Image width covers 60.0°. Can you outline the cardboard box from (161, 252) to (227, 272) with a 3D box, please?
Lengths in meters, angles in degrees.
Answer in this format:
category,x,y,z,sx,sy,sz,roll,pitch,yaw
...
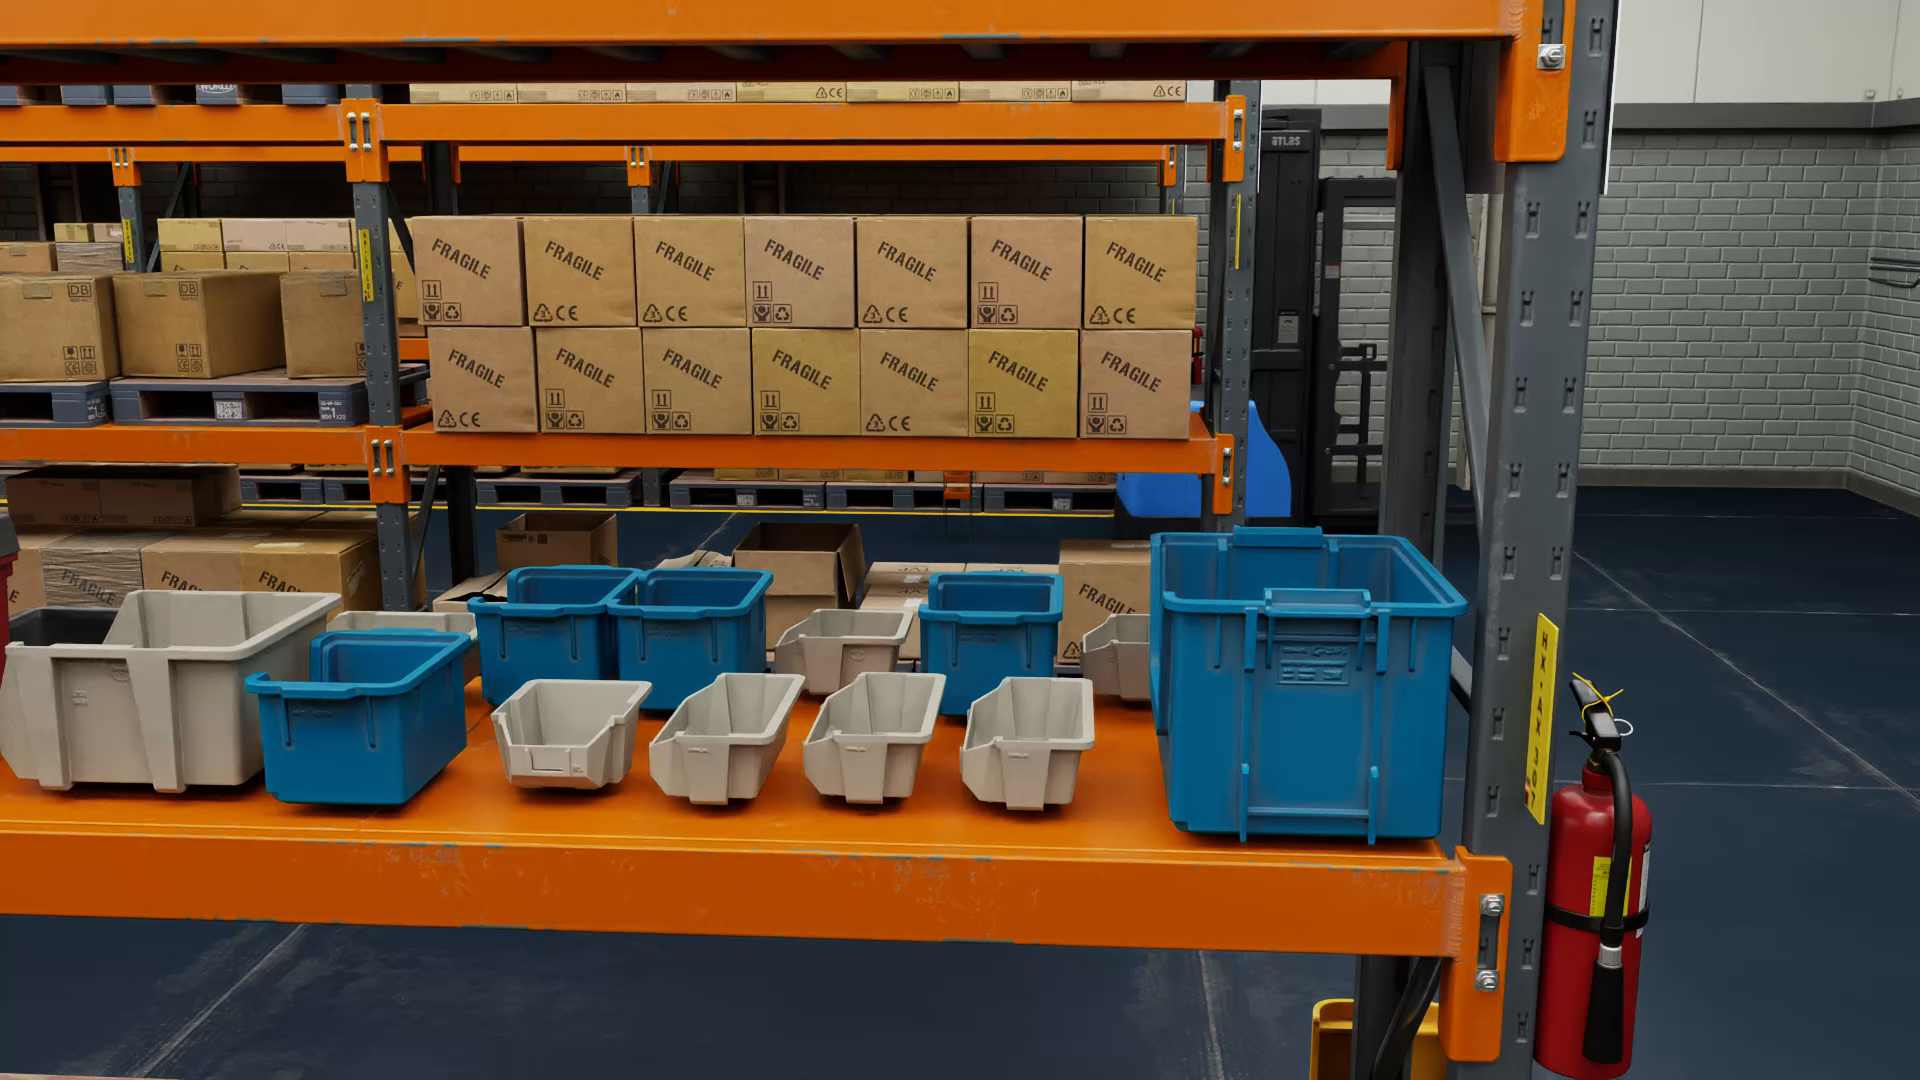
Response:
category,x,y,z,sx,sy,sz,roll,pitch,yaw
cardboard box,-5.899,-2.024,13.101,0.500,0.500,0.500,1,12,5

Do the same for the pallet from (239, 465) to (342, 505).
category,x,y,z,sx,sy,sz,roll,pitch,yaw
pallet,-5.585,-0.488,13.585,1.213,0.211,1.003,1,12,4

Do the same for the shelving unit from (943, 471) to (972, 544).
category,x,y,z,sx,sy,sz,roll,pitch,yaw
shelving unit,-0.014,-0.587,11.646,0.189,1.200,0.258,1,12,4

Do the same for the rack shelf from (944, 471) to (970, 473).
category,x,y,z,sx,sy,sz,roll,pitch,yaw
rack shelf,-0.014,-0.544,11.655,0.180,0.103,0.258,1,12,4

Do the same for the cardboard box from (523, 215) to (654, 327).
category,x,y,z,sx,sy,sz,roll,pitch,yaw
cardboard box,-1.736,-1.280,7.874,0.500,0.500,0.500,0,12,2

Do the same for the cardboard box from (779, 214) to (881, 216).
category,x,y,z,sx,sy,sz,roll,pitch,yaw
cardboard box,-0.664,-1.376,8.334,0.500,0.500,0.500,1,12,3

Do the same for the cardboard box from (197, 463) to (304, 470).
category,x,y,z,sx,sy,sz,roll,pitch,yaw
cardboard box,-5.641,-0.996,13.426,0.750,0.750,0.750,1,12,3

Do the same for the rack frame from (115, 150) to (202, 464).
category,x,y,z,sx,sy,sz,roll,pitch,yaw
rack frame,-6.366,-1.879,13.425,0.127,3.000,1.000,1,12,4

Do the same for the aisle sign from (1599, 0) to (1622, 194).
category,x,y,z,sx,sy,sz,roll,pitch,yaw
aisle sign,1.006,-0.957,2.669,0.004,0.787,0.394,1,12,4

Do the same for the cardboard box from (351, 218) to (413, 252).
category,x,y,z,sx,sy,sz,roll,pitch,yaw
cardboard box,-4.385,-2.373,12.934,0.500,0.250,0.500,1,12,3

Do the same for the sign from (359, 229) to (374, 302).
category,x,y,z,sx,sy,sz,roll,pitch,yaw
sign,-2.736,-1.266,7.665,0.005,0.325,0.100,1,12,4

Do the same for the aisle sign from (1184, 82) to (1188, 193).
category,x,y,z,sx,sy,sz,roll,pitch,yaw
aisle sign,1.668,-2.980,12.338,0.004,0.787,0.394,1,12,4

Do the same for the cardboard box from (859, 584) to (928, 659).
category,x,y,z,sx,sy,sz,roll,pitch,yaw
cardboard box,-0.216,0.397,8.187,0.500,0.250,0.500,1,12,4

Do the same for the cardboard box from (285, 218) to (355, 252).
category,x,y,z,sx,sy,sz,roll,pitch,yaw
cardboard box,-4.895,-2.378,12.961,0.500,0.250,0.500,1,12,4

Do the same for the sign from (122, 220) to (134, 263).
category,x,y,z,sx,sy,sz,roll,pitch,yaw
sign,-6.393,-2.296,12.784,0.005,0.325,0.100,1,12,4

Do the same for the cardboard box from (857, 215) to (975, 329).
category,x,y,z,sx,sy,sz,roll,pitch,yaw
cardboard box,-0.196,-1.259,7.773,0.500,0.500,0.500,1,12,5

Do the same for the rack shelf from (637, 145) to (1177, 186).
category,x,y,z,sx,sy,sz,roll,pitch,yaw
rack shelf,-0.380,-2.913,12.799,4.000,0.370,1.077,1,12,4

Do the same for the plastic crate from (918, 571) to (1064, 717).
category,x,y,z,sx,sy,sz,roll,pitch,yaw
plastic crate,0.073,0.227,3.618,0.300,0.233,0.416,1,12,4

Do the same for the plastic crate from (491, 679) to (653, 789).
category,x,y,z,sx,sy,sz,roll,pitch,yaw
plastic crate,-0.736,0.374,3.152,0.250,0.136,0.298,1,12,4

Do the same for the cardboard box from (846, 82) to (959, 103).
category,x,y,z,sx,sy,sz,roll,pitch,yaw
cardboard box,-0.240,-2.119,7.611,0.500,0.250,0.500,1,12,4

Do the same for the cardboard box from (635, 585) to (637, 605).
category,x,y,z,sx,sy,sz,roll,pitch,yaw
cardboard box,-1.737,0.310,8.846,0.250,0.149,0.380,1,12,4

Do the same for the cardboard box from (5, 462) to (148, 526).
category,x,y,z,sx,sy,sz,roll,pitch,yaw
cardboard box,-4.667,-0.248,8.827,0.500,0.250,0.500,1,12,3

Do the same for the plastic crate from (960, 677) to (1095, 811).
category,x,y,z,sx,sy,sz,roll,pitch,yaw
plastic crate,0.128,0.380,3.124,0.243,0.136,0.396,1,12,4

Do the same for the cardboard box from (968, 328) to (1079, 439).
category,x,y,z,sx,sy,sz,roll,pitch,yaw
cardboard box,0.306,-0.763,7.847,0.500,0.500,0.500,1,12,4

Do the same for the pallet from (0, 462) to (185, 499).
category,x,y,z,sx,sy,sz,roll,pitch,yaw
pallet,-7.146,-0.525,13.763,1.213,0.211,1.003,1,12,4

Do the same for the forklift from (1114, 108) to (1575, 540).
category,x,y,z,sx,sy,sz,roll,pitch,yaw
forklift,2.630,-1.391,11.261,3.031,2.935,1.130,0,12,-1

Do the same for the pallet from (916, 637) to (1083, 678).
category,x,y,z,sx,sy,sz,roll,pitch,yaw
pallet,0.417,0.596,8.405,1.213,0.211,1.003,1,12,4

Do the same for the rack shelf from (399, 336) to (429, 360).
category,x,y,z,sx,sy,sz,roll,pitch,yaw
rack shelf,-4.371,-1.500,13.368,4.000,0.370,1.077,1,12,4

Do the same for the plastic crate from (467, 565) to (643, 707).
category,x,y,z,sx,sy,sz,roll,pitch,yaw
plastic crate,-0.884,0.214,3.681,0.300,0.233,0.416,1,12,4

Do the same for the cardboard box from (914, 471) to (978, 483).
category,x,y,z,sx,sy,sz,roll,pitch,yaw
cardboard box,-0.090,-0.754,13.128,0.500,0.500,0.700,0,12,2

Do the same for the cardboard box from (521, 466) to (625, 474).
category,x,y,z,sx,sy,sz,roll,pitch,yaw
cardboard box,-3.032,-0.960,13.256,0.750,0.750,0.750,1,12,4

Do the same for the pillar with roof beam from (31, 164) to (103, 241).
category,x,y,z,sx,sy,sz,roll,pitch,yaw
pillar with roof beam,-7.893,-4.131,9.536,0.400,9.000,9.100,1,12,4

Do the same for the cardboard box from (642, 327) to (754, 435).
category,x,y,z,sx,sy,sz,roll,pitch,yaw
cardboard box,-1.202,-0.785,7.950,0.500,0.500,0.500,1,12,3

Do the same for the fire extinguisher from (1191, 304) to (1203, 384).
category,x,y,z,sx,sy,sz,roll,pitch,yaw
fire extinguisher,1.736,-1.453,12.487,0.183,0.674,0.296,1,12,4

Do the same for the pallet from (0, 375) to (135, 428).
category,x,y,z,sx,sy,sz,roll,pitch,yaw
pallet,-4.753,-0.747,8.484,1.213,0.211,1.003,1,12,4

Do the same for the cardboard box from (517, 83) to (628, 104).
category,x,y,z,sx,sy,sz,roll,pitch,yaw
cardboard box,-1.735,-2.142,7.723,0.500,0.250,0.500,1,12,4

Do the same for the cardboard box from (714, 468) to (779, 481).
category,x,y,z,sx,sy,sz,roll,pitch,yaw
cardboard box,-1.636,-0.775,13.227,0.500,0.500,0.700,1,12,4

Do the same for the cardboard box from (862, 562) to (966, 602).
category,x,y,z,sx,sy,sz,roll,pitch,yaw
cardboard box,-0.233,0.294,8.678,0.500,0.250,0.500,1,12,4

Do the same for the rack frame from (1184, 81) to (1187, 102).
category,x,y,z,sx,sy,sz,roll,pitch,yaw
rack frame,1.616,-4.706,12.288,0.127,3.000,1.000,1,12,4

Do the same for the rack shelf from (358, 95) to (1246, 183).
category,x,y,z,sx,sy,sz,roll,pitch,yaw
rack shelf,-0.707,-1.901,7.961,4.000,0.370,1.077,1,12,4

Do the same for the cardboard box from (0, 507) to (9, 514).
category,x,y,z,sx,sy,sz,roll,pitch,yaw
cardboard box,-5.228,0.113,8.932,0.500,0.500,0.500,0,12,2

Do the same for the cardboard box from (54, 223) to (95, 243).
category,x,y,z,sx,sy,sz,roll,pitch,yaw
cardboard box,-7.034,-2.461,13.303,0.250,0.149,0.380,-1,12,-6

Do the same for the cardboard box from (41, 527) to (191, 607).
category,x,y,z,sx,sy,sz,roll,pitch,yaw
cardboard box,-4.207,0.232,8.362,0.500,0.500,0.500,1,12,4

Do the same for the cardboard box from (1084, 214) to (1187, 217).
category,x,y,z,sx,sy,sz,roll,pitch,yaw
cardboard box,0.863,-1.356,8.238,0.500,0.500,0.500,1,12,5

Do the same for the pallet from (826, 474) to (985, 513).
category,x,y,z,sx,sy,sz,roll,pitch,yaw
pallet,-0.401,-0.417,13.246,1.213,0.211,1.003,1,12,4

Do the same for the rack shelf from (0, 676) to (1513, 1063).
category,x,y,z,sx,sy,sz,roll,pitch,yaw
rack shelf,-1.042,0.579,3.431,4.000,0.370,1.077,1,12,4

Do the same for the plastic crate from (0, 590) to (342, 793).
category,x,y,z,sx,sy,sz,roll,pitch,yaw
plastic crate,-1.526,0.287,3.214,0.530,0.282,0.437,1,12,4

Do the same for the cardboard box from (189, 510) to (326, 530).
category,x,y,z,sx,sy,sz,roll,pitch,yaw
cardboard box,-3.702,0.134,8.830,0.500,0.500,0.500,1,12,5

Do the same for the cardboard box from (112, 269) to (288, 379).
category,x,y,z,sx,sy,sz,roll,pitch,yaw
cardboard box,-3.851,-1.115,8.505,0.500,0.500,0.700,3,12,13

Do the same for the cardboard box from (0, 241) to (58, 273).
category,x,y,z,sx,sy,sz,roll,pitch,yaw
cardboard box,-7.395,-2.150,13.401,0.500,0.500,0.700,0,12,-2

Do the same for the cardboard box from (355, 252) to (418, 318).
category,x,y,z,sx,sy,sz,roll,pitch,yaw
cardboard box,-4.362,-2.003,12.997,0.500,0.500,0.500,1,12,5
